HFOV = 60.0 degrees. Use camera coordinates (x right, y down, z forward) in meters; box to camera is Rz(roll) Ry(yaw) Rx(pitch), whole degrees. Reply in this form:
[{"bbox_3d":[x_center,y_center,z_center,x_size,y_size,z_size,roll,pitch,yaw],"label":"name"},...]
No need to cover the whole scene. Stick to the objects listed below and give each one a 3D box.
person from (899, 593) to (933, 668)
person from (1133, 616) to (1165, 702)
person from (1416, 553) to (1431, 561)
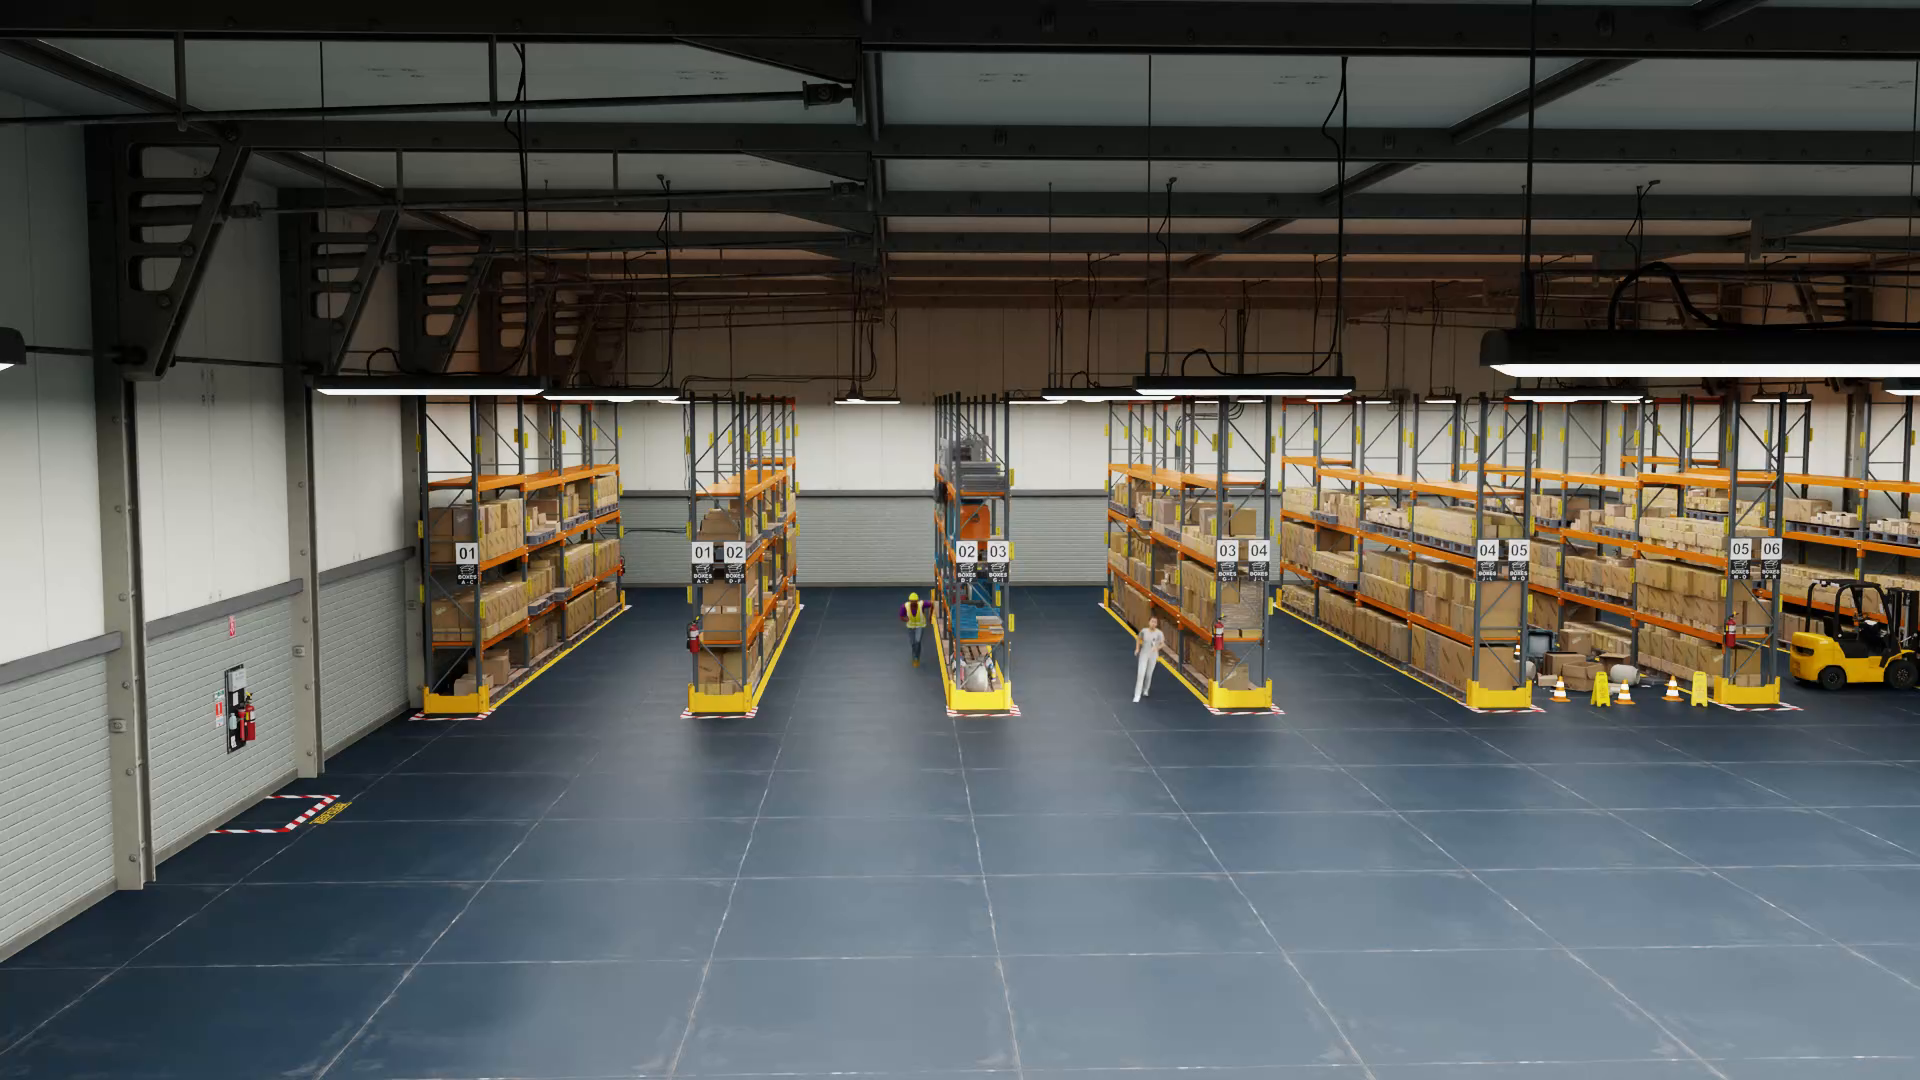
[{"bbox_3d":[-0.963,1.980,36.753,0.739,1.704,0.995,0,5,5],"label":"person"},{"bbox_3d":[3.693,2.274,32.363,0.595,1.637,0.952,1,5,9],"label":"person"},{"bbox_3d":[14.011,0.825,50.003,0.947,1.844,0.676,-2,5,-20],"label":"person"}]
